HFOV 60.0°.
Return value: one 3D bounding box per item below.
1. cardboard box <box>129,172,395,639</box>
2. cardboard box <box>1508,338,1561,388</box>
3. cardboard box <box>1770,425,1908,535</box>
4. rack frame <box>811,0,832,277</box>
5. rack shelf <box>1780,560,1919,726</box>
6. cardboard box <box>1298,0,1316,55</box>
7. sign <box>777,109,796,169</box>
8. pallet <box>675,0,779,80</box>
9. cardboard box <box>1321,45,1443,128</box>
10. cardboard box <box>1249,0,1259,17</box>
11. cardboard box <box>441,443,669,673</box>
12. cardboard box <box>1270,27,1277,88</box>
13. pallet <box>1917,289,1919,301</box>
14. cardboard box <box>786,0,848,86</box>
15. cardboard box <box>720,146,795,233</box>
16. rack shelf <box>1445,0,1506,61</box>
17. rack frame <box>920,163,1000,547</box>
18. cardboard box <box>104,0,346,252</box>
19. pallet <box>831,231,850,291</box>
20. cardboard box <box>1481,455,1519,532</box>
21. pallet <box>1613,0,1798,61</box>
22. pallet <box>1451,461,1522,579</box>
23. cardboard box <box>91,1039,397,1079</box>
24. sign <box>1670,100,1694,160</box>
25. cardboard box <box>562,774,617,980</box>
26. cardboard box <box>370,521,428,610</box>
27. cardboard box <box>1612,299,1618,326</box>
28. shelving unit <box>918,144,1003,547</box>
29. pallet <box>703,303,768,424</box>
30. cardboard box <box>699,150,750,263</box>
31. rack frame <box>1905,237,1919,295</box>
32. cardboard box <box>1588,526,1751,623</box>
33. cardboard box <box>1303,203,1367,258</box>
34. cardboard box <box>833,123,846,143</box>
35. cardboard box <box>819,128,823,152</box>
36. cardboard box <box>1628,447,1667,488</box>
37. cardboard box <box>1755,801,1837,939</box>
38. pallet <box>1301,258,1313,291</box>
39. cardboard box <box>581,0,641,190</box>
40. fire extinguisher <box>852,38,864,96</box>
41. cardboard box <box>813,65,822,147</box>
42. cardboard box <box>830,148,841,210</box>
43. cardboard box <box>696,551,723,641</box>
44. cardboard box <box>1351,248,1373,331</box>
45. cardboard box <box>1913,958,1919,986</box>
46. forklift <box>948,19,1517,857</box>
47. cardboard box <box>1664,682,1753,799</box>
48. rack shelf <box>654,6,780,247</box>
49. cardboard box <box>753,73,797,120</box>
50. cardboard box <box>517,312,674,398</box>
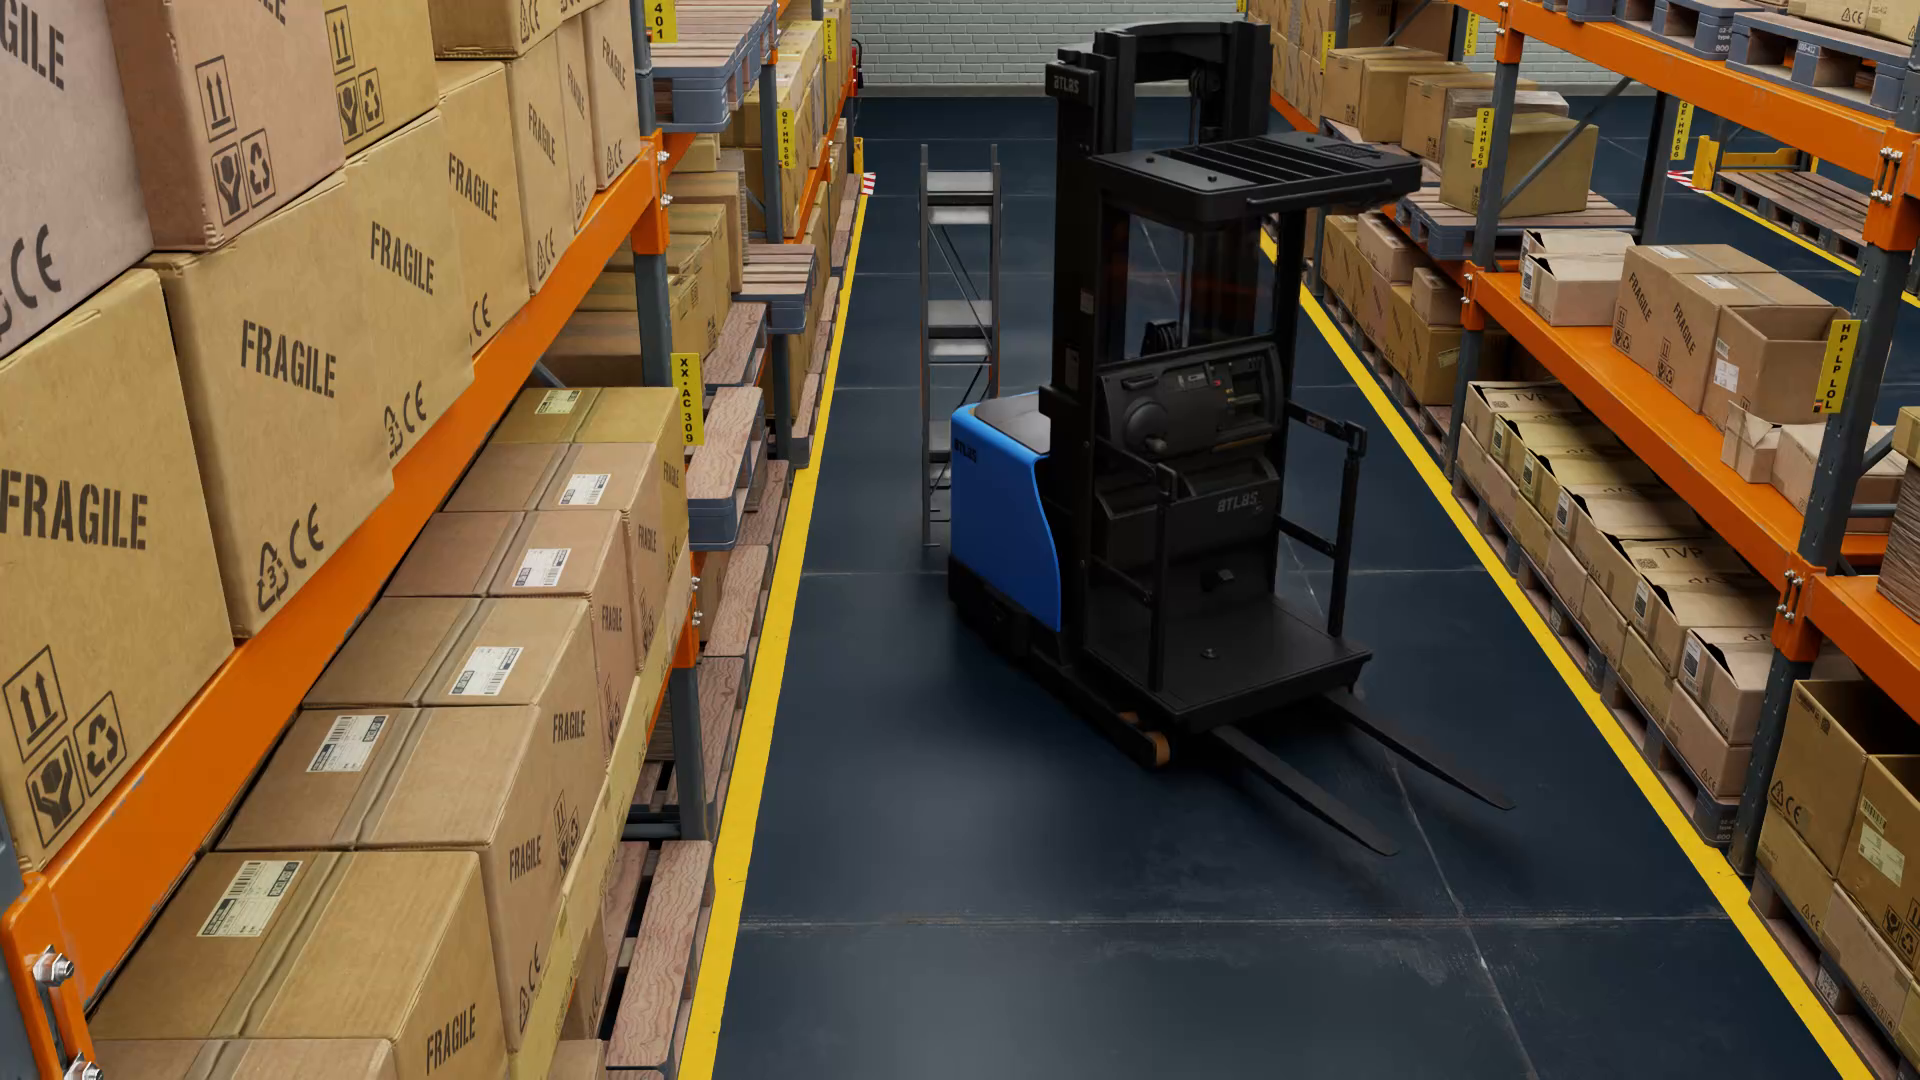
[{"bbox_3d":[-1.143,-0.206,2.280,0.500,0.500,0.500,1,24,3],"label":"cardboard box"},{"bbox_3d":[3.728,-0.995,10.309,0.500,0.500,0.500,1,24,2],"label":"cardboard box"},{"bbox_3d":[3.441,-0.231,6.302,0.500,0.250,0.500,1,24,3],"label":"cardboard box"},{"bbox_3d":[-1.550,-3.369,13.059,1.000,3.000,0.127,0,24,-1],"label":"rack frame"},{"bbox_3d":[3.512,1.056,4.149,1.077,0.370,4.000,0,24,-1],"label":"rack shelf"},{"bbox_3d":[3.130,-4.312,13.810,0.500,0.500,0.500,-1,24,-2],"label":"cardboard box"},{"bbox_3d":[-0.964,-2.218,9.206,0.100,0.325,0.005,0,24,-1],"label":"sign"},{"bbox_3d":[-1.378,-2.036,6.699,1.213,0.211,1.003,0,24,-1],"label":"pallet"},{"bbox_3d":[3.185,-3.433,12.570,0.700,0.500,0.500,-9,26,-18],"label":"cardboard box"},{"bbox_3d":[3.101,-5.358,16.122,0.500,0.500,0.500,0,24,1],"label":"cardboard box"},{"bbox_3d":[-1.137,0.044,4.760,0.500,0.500,0.500,0,24,-1],"label":"cardboard box"},{"bbox_3d":[3.114,-4.483,15.401,0.500,0.500,0.500,0,24,-1],"label":"cardboard box"},{"bbox_3d":[8.323,-1.825,13.028,1.003,0.211,1.213,0,24,-1],"label":"pallet"},{"bbox_3d":[-1.559,-4.644,15.514,0.980,0.700,0.700,0,24,-1],"label":"cardboard box"},{"bbox_3d":[-1.256,-2.112,9.774,0.500,0.500,0.500,0,24,1],"label":"cardboard box"},{"bbox_3d":[3.425,-3.608,10.819,1.077,0.370,4.000,0,24,-1],"label":"rack shelf"},{"bbox_3d":[0.001,-0.924,8.746,0.400,2.100,0.015,0,24,-1],"label":"rack frame"},{"bbox_3d":[-1.136,-0.668,2.088,0.500,0.500,0.500,-1,24,-1],"label":"cardboard box"},{"bbox_3d":[-1.480,-2.412,14.327,1.003,0.211,1.213,0,24,-1],"label":"pallet"},{"bbox_3d":[3.165,-0.259,9.009,0.500,0.250,0.500,-1,24,-2],"label":"cardboard box"},{"bbox_3d":[3.559,-2.285,7.252,1.003,0.211,1.213,1,24,2],"label":"pallet"},{"bbox_3d":[3.417,-0.135,9.291,1.003,0.211,1.213,0,24,-1],"label":"pallet"},{"bbox_3d":[-1.124,1.095,2.436,0.500,0.500,0.500,0,24,0],"label":"cardboard box"},{"bbox_3d":[4.002,-2.276,9.237,0.100,0.325,0.005,0,24,-1],"label":"sign"},{"bbox_3d":[-1.130,0.800,3.998,0.500,0.250,0.500,0,24,0],"label":"cardboard box"},{"bbox_3d":[-1.665,0.258,4.287,0.500,0.500,0.500,0,24,1],"label":"cardboard box"},{"bbox_3d":[3.517,-1.105,8.358,0.380,0.149,0.250,2,24,3],"label":"cardboard box"},{"bbox_3d":[-0.002,-1.025,8.968,0.431,2.100,0.503,0,24,-1],"label":"shelving unit"},{"bbox_3d":[-1.444,-0.818,7.651,1.003,0.211,1.213,0,24,-1],"label":"pallet"},{"bbox_3d":[-1.491,-1.773,8.875,0.700,0.500,0.500,-3,25,-7],"label":"cardboard box"},{"bbox_3d":[8.356,-3.413,13.157,1.000,3.000,0.127,0,24,-1],"label":"rack frame"},{"bbox_3d":[3.184,0.124,7.482,0.500,0.311,0.500,0,24,-1],"label":"cardboard box"},{"bbox_3d":[3.113,-2.688,14.052,0.500,0.500,0.500,0,24,-1],"label":"cardboard box"},{"bbox_3d":[-1.299,-3.920,16.013,0.380,0.149,0.250,0,24,1],"label":"cardboard box"},{"bbox_3d":[-1.237,-3.022,12.572,0.380,0.149,0.250,0,24,0],"label":"cardboard box"},{"bbox_3d":[3.714,-0.302,8.423,0.500,0.311,0.500,0,24,-1],"label":"cardboard box"},{"bbox_3d":[3.192,1.158,5.877,0.500,0.250,0.500,0,24,-1],"label":"cardboard box"},{"bbox_3d":[3.397,-2.405,14.312,1.003,0.211,1.213,0,24,-1],"label":"pallet"},{"bbox_3d":[-1.210,-1.286,4.667,0.500,0.500,0.500,0,24,1],"label":"cardboard box"},{"bbox_3d":[-1.134,-4.876,16.938,0.296,0.674,0.183,0,24,-1],"label":"fire extinguisher"},{"bbox_3d":[-1.278,-3.160,12.090,0.500,0.500,0.500,0,24,0],"label":"cardboard box"},{"bbox_3d":[-1.475,-3.368,15.581,0.700,0.500,0.500,-1,24,-2],"label":"cardboard box"},{"bbox_3d":[-1.509,0.140,7.801,0.700,0.500,0.500,0,24,0],"label":"cardboard box"},{"bbox_3d":[3.180,-1.828,12.151,0.500,0.500,0.500,0,24,0],"label":"cardboard box"},{"bbox_3d":[3.193,1.228,4.812,0.500,0.500,0.500,0,24,-1],"label":"cardboard box"},{"bbox_3d":[1.112,-0.576,6.966,1.130,2.935,3.031,-13,28,-27],"label":"forklift"},{"bbox_3d":[3.196,0.796,6.678,0.500,0.250,0.500,0,24,-1],"label":"cardboard box"},{"bbox_3d":[-1.485,-1.935,7.122,1.077,0.370,4.000,0,24,-1],"label":"rack shelf"},{"bbox_3d":[-1.260,-2.662,10.080,0.500,0.250,0.500,-1,24,-1],"label":"cardboard box"},{"bbox_3d":[-1.434,-0.528,6.123,0.700,0.500,0.500,0,24,0],"label":"cardboard box"}]
